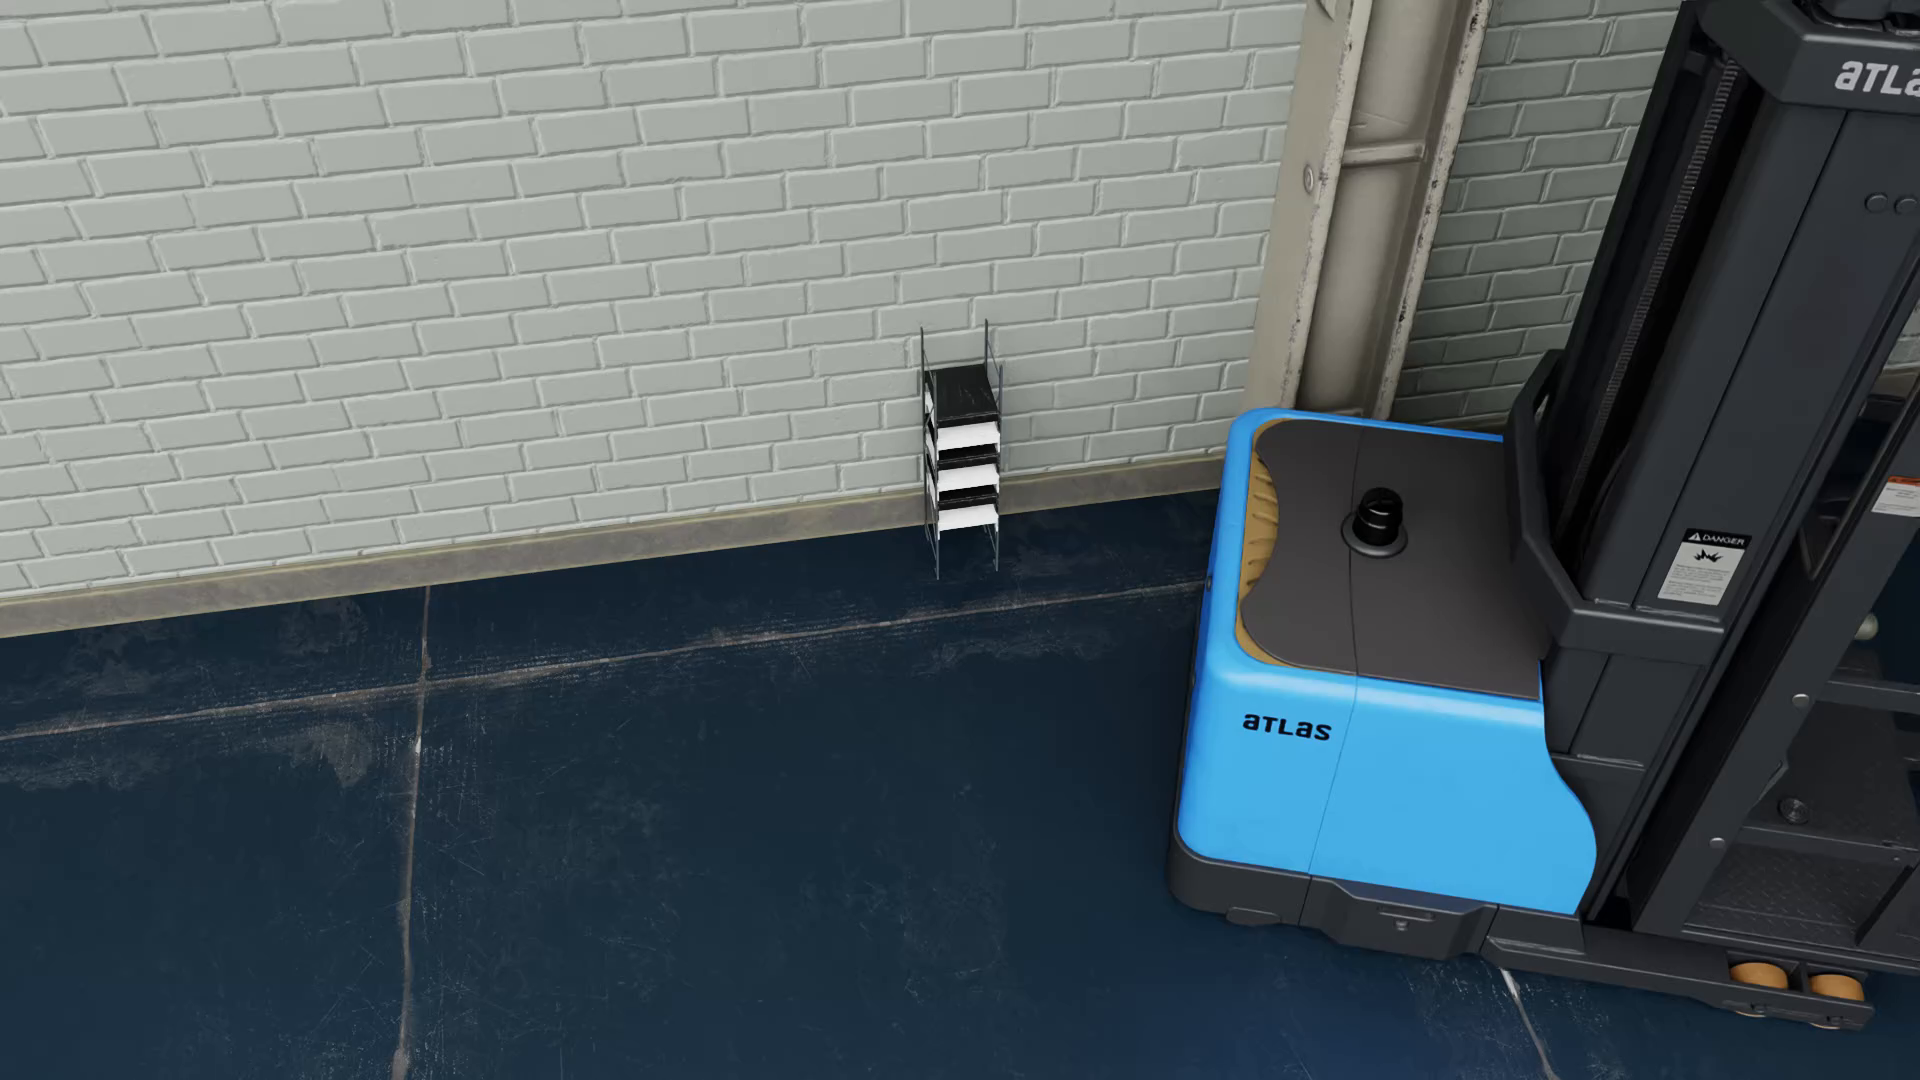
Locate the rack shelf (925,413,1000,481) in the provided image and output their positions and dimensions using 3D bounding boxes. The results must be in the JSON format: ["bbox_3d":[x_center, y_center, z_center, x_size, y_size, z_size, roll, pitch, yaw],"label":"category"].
[{"bbox_3d":[0.003,-0.316,5.350,0.200,0.077,0.258,-8,47,-8],"label":"rack shelf"}]

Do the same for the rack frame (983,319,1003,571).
[{"bbox_3d":[0.103,-0.291,5.405,0.006,0.900,0.240,-8,47,-8],"label":"rack frame"}]

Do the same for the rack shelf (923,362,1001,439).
[{"bbox_3d":[0.003,-0.440,5.221,0.200,0.077,0.258,-8,47,-8],"label":"rack shelf"}]

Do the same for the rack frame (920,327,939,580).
[{"bbox_3d":[-0.097,-0.263,5.378,0.006,0.900,0.240,-8,47,-8],"label":"rack frame"}]

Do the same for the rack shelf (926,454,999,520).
[{"bbox_3d":[0.003,-0.191,5.480,0.200,0.077,0.258,-8,47,-8],"label":"rack shelf"}]

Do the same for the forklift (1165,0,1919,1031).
[{"bbox_3d":[2.151,-0.118,3.828,3.031,2.935,1.130,8,47,7],"label":"forklift"}]

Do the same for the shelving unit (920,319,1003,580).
[{"bbox_3d":[0.003,-0.277,5.391,0.210,0.900,0.258,-8,47,-8],"label":"shelving unit"}]

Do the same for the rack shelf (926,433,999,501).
[{"bbox_3d":[0.003,-0.253,5.415,0.200,0.077,0.258,-8,47,-8],"label":"rack shelf"}]

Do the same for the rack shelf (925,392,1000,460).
[{"bbox_3d":[0.003,-0.378,5.285,0.200,0.077,0.258,-8,47,-8],"label":"rack shelf"}]

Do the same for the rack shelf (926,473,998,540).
[{"bbox_3d":[0.003,-0.129,5.545,0.200,0.077,0.258,-8,47,-8],"label":"rack shelf"}]
